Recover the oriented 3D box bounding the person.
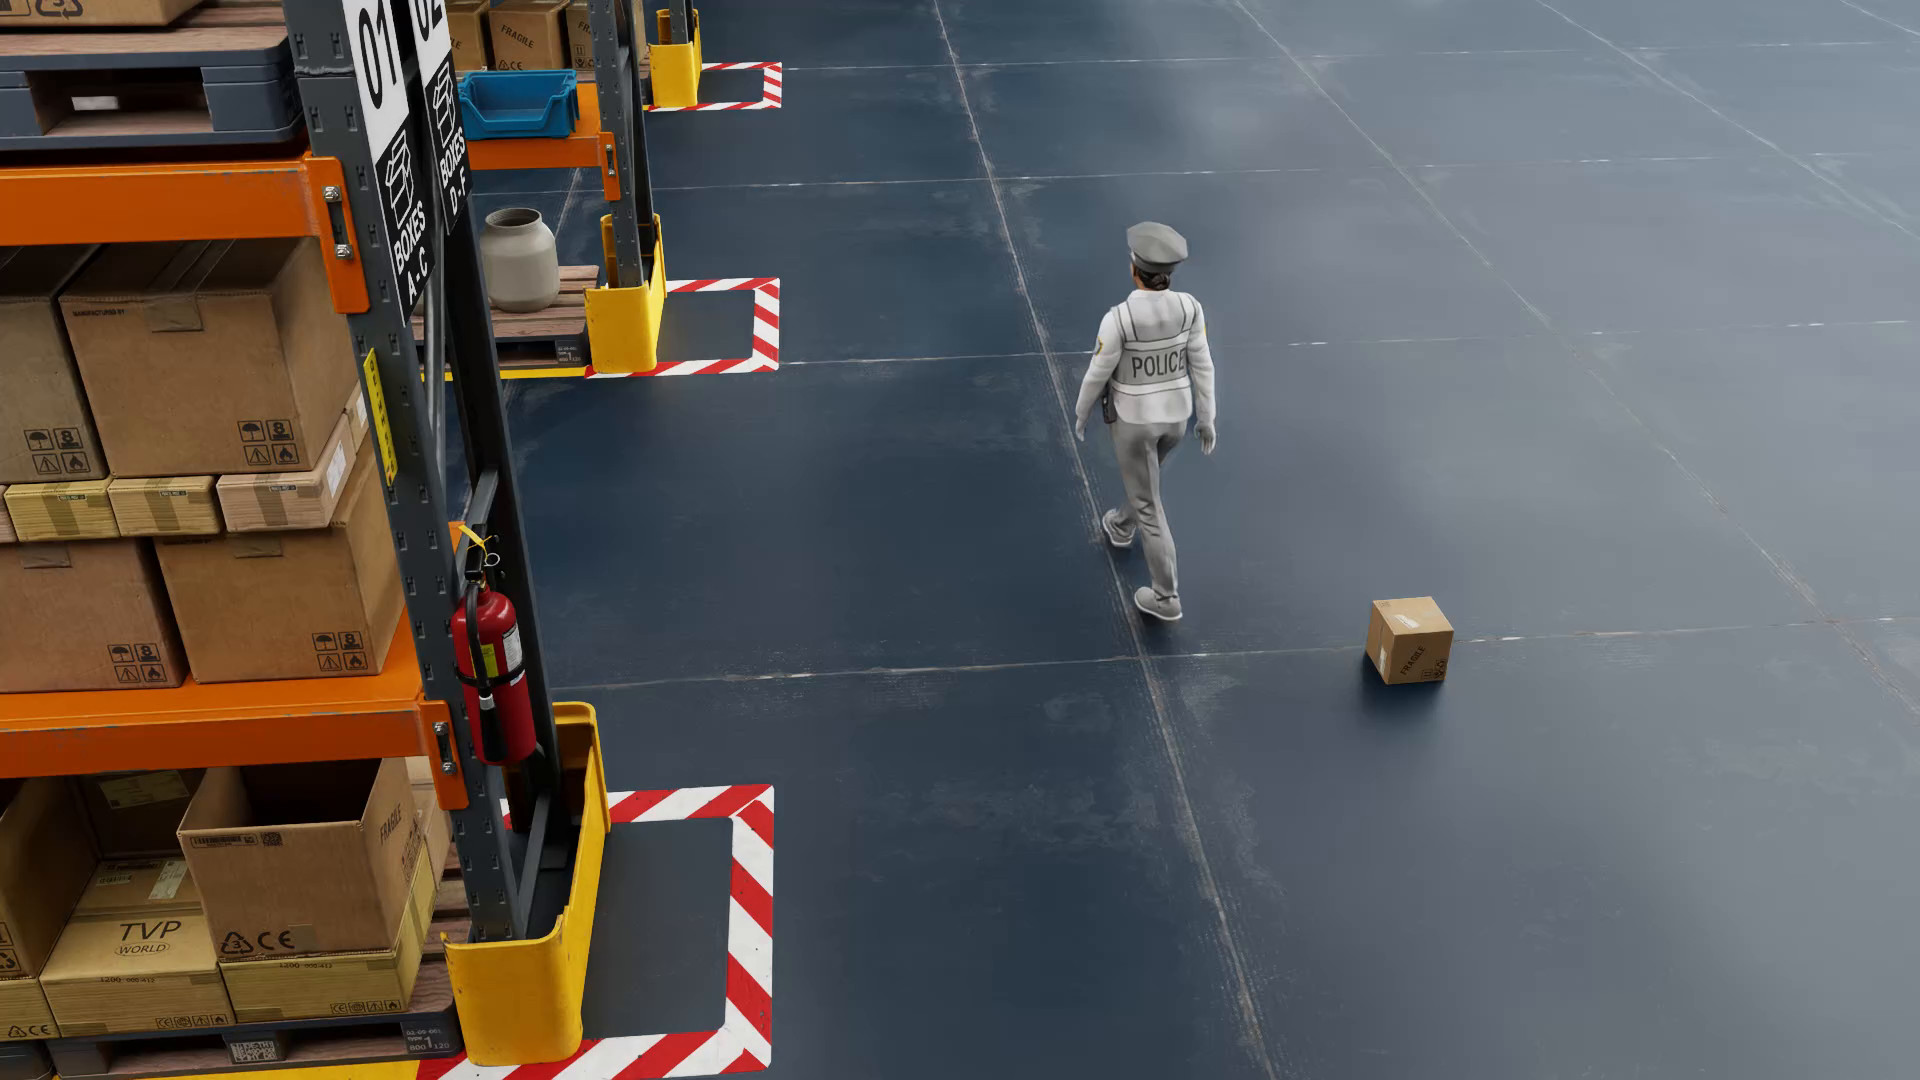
[{"bbox_3d":[0.748,-0.546,6.984,0.531,1.633,0.908,-14,34,-21],"label":"person"}]
